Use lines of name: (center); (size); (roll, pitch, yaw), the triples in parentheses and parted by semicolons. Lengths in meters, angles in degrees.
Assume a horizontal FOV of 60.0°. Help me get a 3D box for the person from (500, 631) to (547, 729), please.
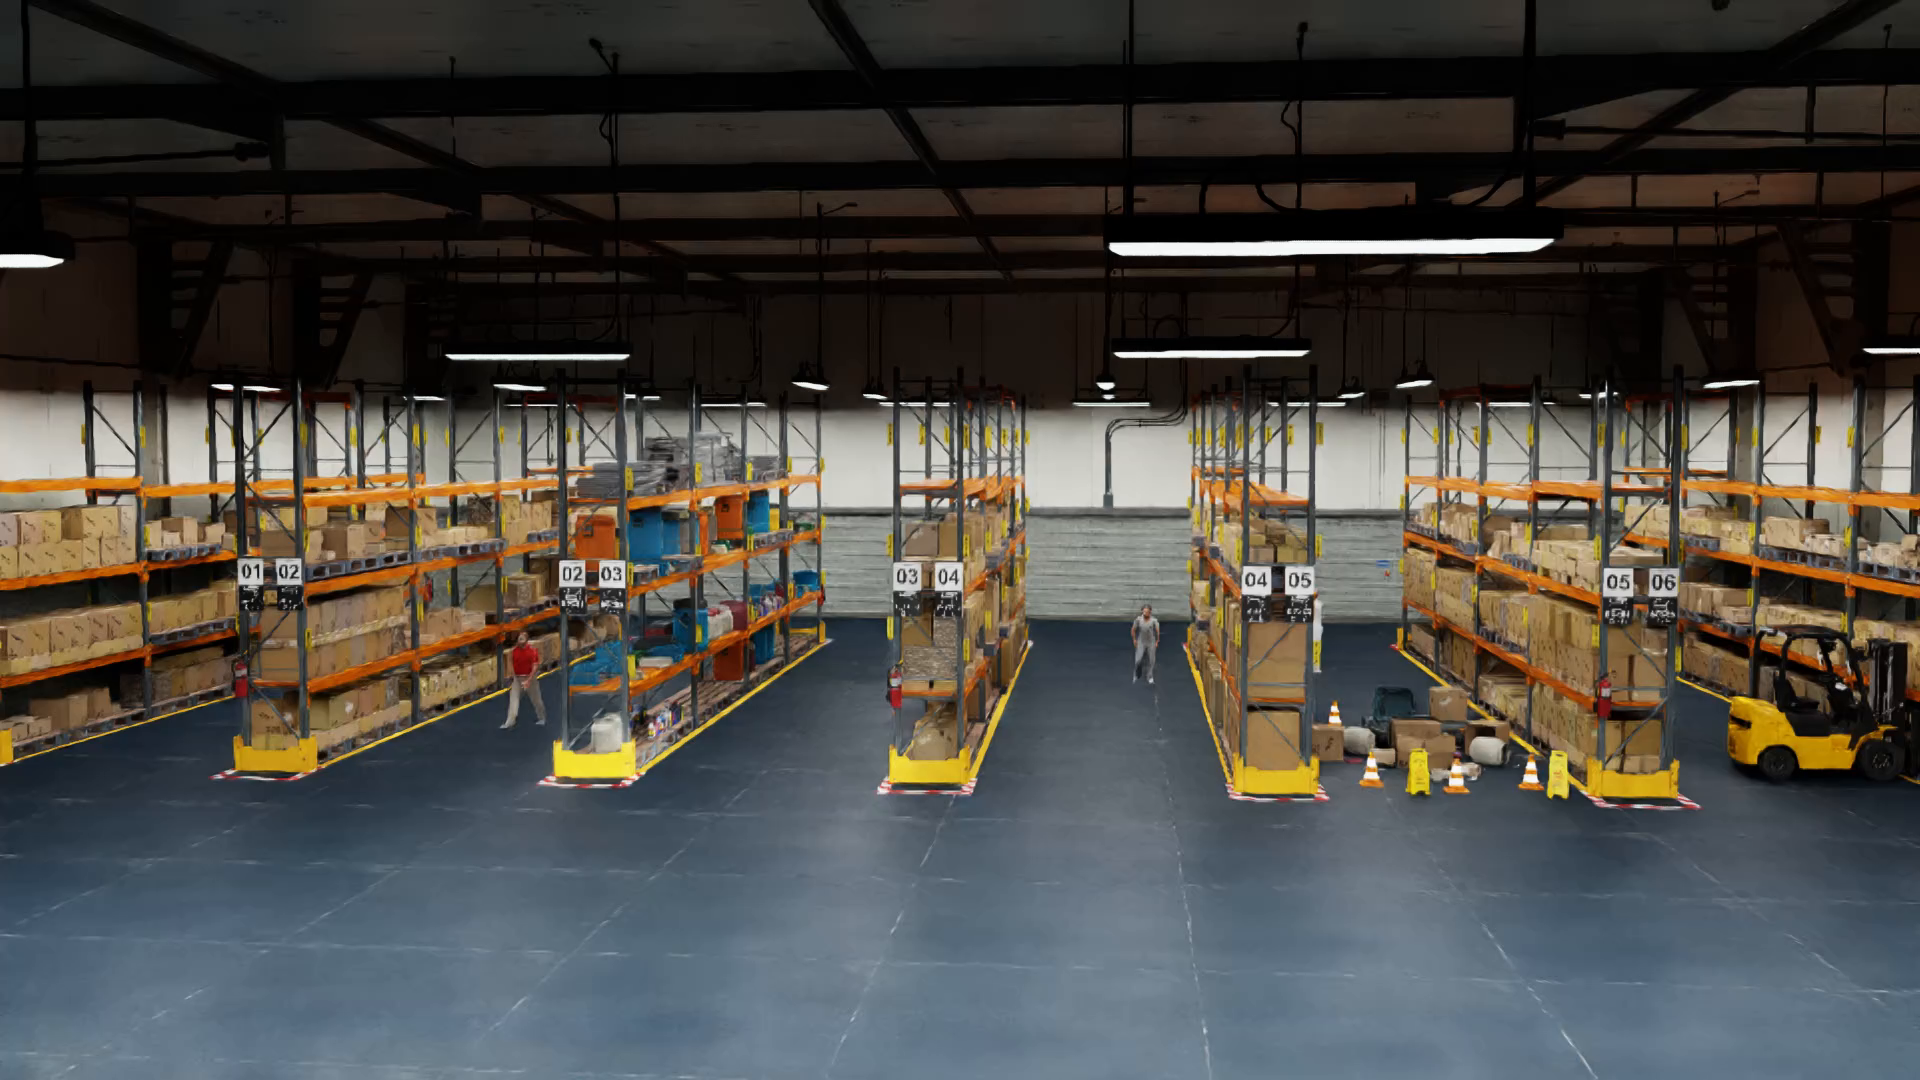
person: (-7.444, 2.389, 28.461); (0.533, 1.658, 1.031); (1, 4, 14)

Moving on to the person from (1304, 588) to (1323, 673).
person: (7.423, 1.911, 35.193); (0.556, 1.781, 0.631); (2, 4, 34)

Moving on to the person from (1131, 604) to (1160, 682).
person: (3.779, 2.098, 33.840); (0.580, 1.618, 0.507); (0, 4, 3)
